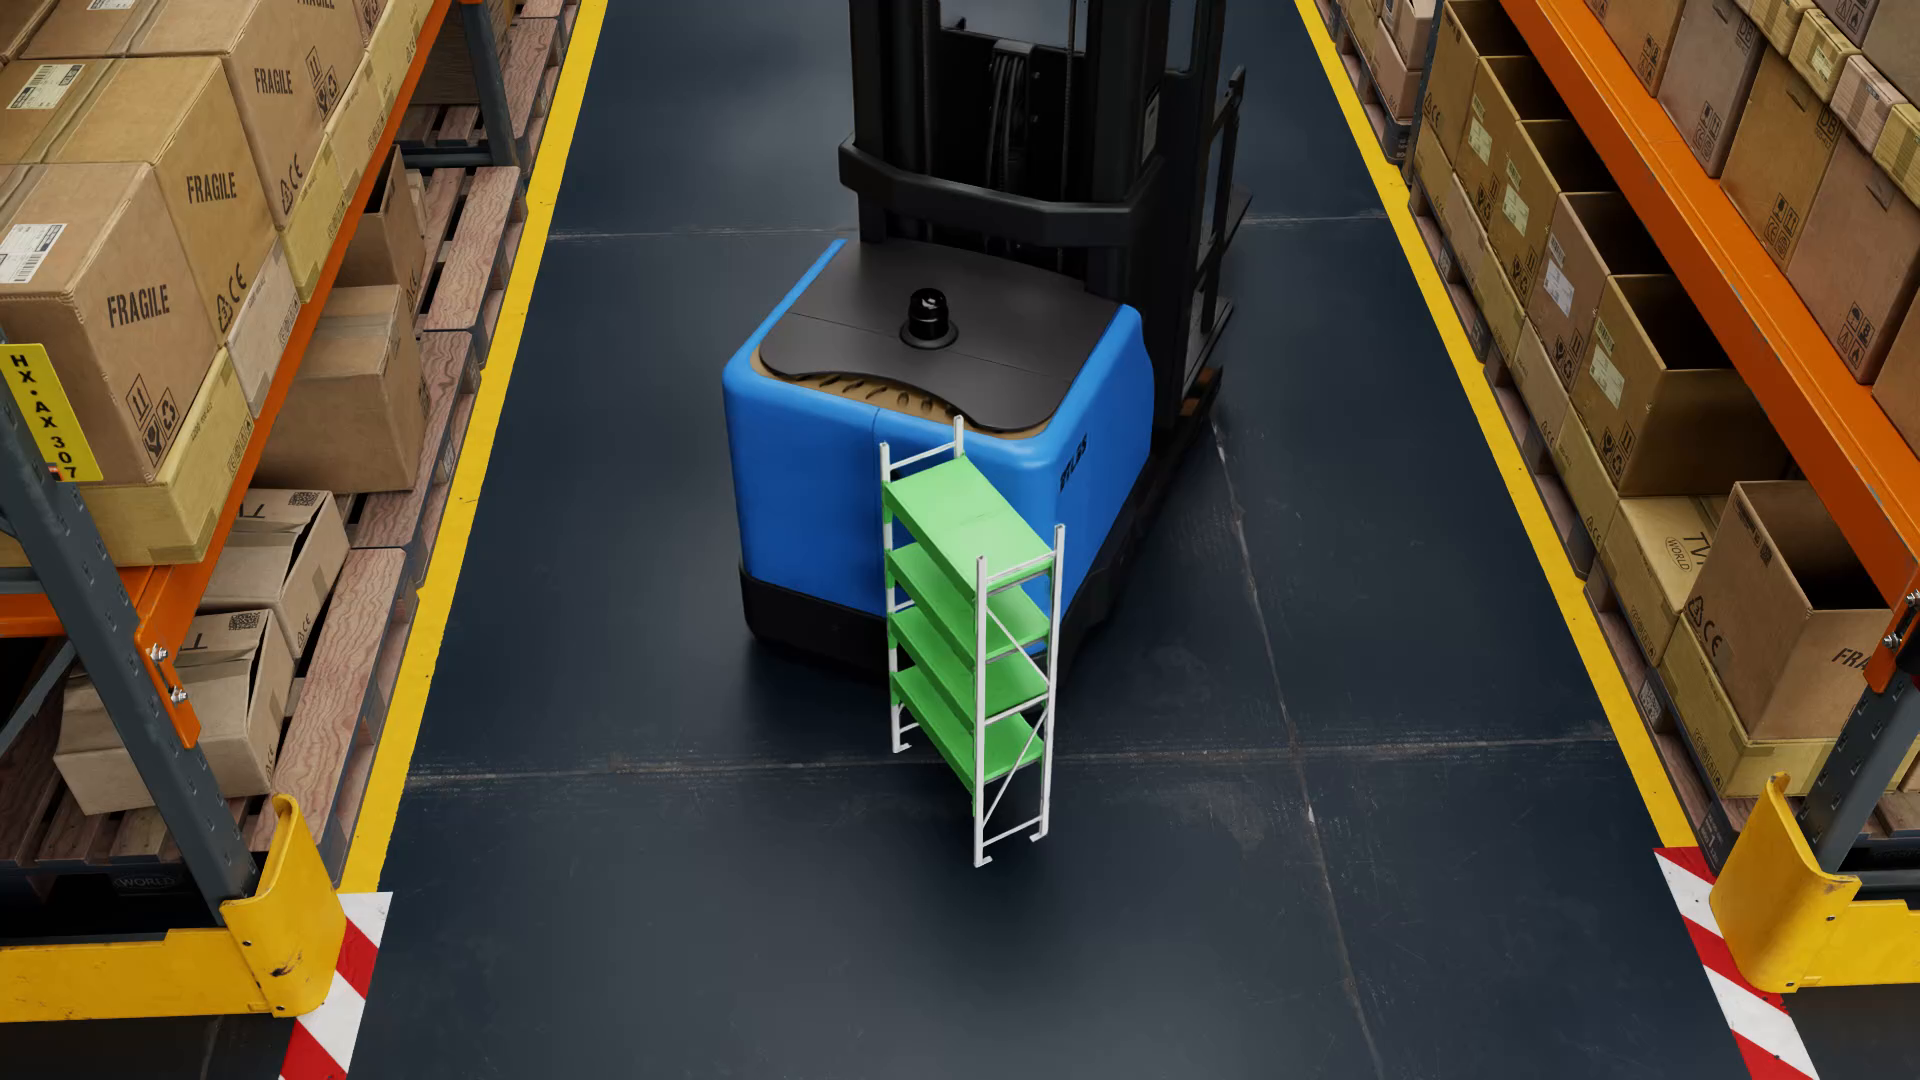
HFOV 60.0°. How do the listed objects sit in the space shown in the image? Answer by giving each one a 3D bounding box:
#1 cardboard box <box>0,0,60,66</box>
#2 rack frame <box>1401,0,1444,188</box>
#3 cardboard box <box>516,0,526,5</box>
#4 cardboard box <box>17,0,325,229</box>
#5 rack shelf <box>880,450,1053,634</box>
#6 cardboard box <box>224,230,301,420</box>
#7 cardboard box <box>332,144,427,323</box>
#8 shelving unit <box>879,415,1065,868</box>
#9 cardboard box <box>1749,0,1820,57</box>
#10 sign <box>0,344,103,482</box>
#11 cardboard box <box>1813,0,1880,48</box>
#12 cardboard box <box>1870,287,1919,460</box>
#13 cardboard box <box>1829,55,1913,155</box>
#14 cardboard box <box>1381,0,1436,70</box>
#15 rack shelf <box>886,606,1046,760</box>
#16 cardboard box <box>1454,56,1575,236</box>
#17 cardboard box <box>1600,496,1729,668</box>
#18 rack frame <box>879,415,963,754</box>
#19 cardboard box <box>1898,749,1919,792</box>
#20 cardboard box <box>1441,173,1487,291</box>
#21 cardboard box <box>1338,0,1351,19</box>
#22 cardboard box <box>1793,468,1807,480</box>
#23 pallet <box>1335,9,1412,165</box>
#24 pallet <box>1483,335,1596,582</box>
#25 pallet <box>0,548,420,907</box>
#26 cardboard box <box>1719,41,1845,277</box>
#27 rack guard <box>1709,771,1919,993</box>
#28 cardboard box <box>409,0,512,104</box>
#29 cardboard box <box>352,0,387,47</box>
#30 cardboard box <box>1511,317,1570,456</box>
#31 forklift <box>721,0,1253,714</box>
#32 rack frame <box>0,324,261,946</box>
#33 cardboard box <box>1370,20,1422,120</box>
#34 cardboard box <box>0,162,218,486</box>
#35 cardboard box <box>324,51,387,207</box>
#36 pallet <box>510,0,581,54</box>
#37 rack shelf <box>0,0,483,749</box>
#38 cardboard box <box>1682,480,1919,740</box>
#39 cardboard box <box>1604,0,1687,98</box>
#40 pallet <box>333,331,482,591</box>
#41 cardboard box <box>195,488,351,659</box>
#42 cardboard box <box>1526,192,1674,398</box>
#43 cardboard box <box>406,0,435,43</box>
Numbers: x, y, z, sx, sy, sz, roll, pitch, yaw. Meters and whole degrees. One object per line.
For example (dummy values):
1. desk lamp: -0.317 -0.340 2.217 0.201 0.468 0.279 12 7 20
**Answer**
1. cardboard box: -2.540 -1.131 4.305 0.500 0.500 0.500 -3 43 -3
2. rack frame: 2.509 -2.747 6.527 1.000 3.000 0.127 -2 43 -2
3. cardboard box: -2.541 -3.032 8.362 0.700 0.500 0.500 -1 43 -1
4. cardboard box: -2.017 -1.144 4.319 0.500 0.500 0.500 -3 43 -3
5. rack shelf: 0.024 -0.003 4.249 0.258 0.148 0.480 -21 47 -22
6. cardboard box: -2.010 -0.542 4.218 0.500 0.250 0.500 -3 43 -3
7. cardboard box: -2.356 -1.143 6.302 0.500 0.500 0.500 -5 43 -5
8. shelving unit: 0.024 0.304 4.530 0.258 1.200 0.503 -21 47 -22
9. cardboard box: 2.416 -1.449 4.557 0.380 0.149 0.250 -1 43 -1
10. sign: -1.728 -0.236 3.147 0.100 0.325 0.005 -2 43 -2
11. cardboard box: 2.620 -1.608 4.250 0.700 0.500 0.500 -1 43 -2
12. cardboard box: 2.672 -0.399 3.891 0.700 0.500 0.500 -2 43 -2
13. cardboard box: 2.440 -1.094 4.169 0.380 0.149 0.250 -1 43 -1
14. cardboard box: 2.205 -2.360 7.414 0.500 0.311 0.500 -2 43 -2
15. rack shelf: 0.024 0.351 4.573 0.258 0.148 0.480 -21 47 -22
16. cardboard box: 2.245 -1.505 6.341 0.500 0.500 0.500 -2 43 -2
17. cardboard box: 2.328 0.122 5.121 0.500 0.250 0.500 -2 43 -2
18. rack frame: -0.099 0.161 4.686 0.240 1.200 0.015 -21 47 -22
19. cardboard box: 2.878 0.444 4.770 0.500 0.250 0.500 -2 43 -2
20. cardboard box: 2.242 -1.228 6.594 0.500 0.250 0.500 -2 43 -2
21. cardboard box: 2.160 -2.846 8.359 0.500 0.250 0.500 -1 43 -1
22. cardboard box: 2.855 -0.170 4.884 0.500 0.500 0.500 -2 43 -2
23. pallet: 2.439 -2.215 8.010 1.003 0.211 1.213 -2 43 -2
24. pallet: 2.556 -0.355 5.981 1.003 0.211 1.213 -2 43 -2
25. pallet: -2.273 0.526 5.020 1.003 0.211 1.213 -2 43 -2
26. cardboard box: 2.629 -1.088 4.643 0.700 0.500 0.500 -1 43 -2
27. rack guard: 2.680 0.891 4.407 1.175 0.500 0.348 -2 43 -2
28. cardboard box: -2.488 -2.339 7.606 0.700 0.500 0.500 0 43 0
29. cardboard box: -2.073 -1.843 5.082 0.500 0.500 0.500 -3 43 -3
30. cardboard box: 2.285 -0.553 5.858 0.500 0.250 0.500 -2 43 -2
31. forklift: 0.343 -1.554 5.276 1.130 2.935 3.031 16 45 17
32. rack frame: -2.270 0.098 3.423 1.000 3.000 0.127 -2 43 -2
33. cardboard box: 2.202 -2.159 7.610 0.500 0.250 0.500 -2 43 -2
34. cardboard box: -1.990 -0.461 3.574 0.500 0.500 0.500 -2 43 -2
35. cardboard box: -2.045 -1.228 4.966 0.500 0.250 0.500 -1 43 -1
36. pallet: -2.529 -2.925 8.785 1.003 0.211 1.213 -2 43 -2
37. rack shelf: -2.355 -0.987 5.139 1.077 0.370 4.000 -2 43 -2
38. cardboard box: 2.359 0.183 4.500 0.500 0.500 0.500 -2 43 -2
39. cardboard box: 2.580 -1.789 5.408 0.700 0.500 0.500 -1 43 -1
40. pallet: -2.321 -0.296 5.917 1.003 0.211 1.213 -2 43 -2
41. cardboard box: -2.234 0.073 5.115 0.500 0.311 0.500 2 43 2
42. cardboard box: 2.282 -0.830 5.604 0.500 0.500 0.500 -2 43 -2
43. cardboard box: -2.104 -1.906 5.706 0.500 0.250 0.500 -1 43 -2
